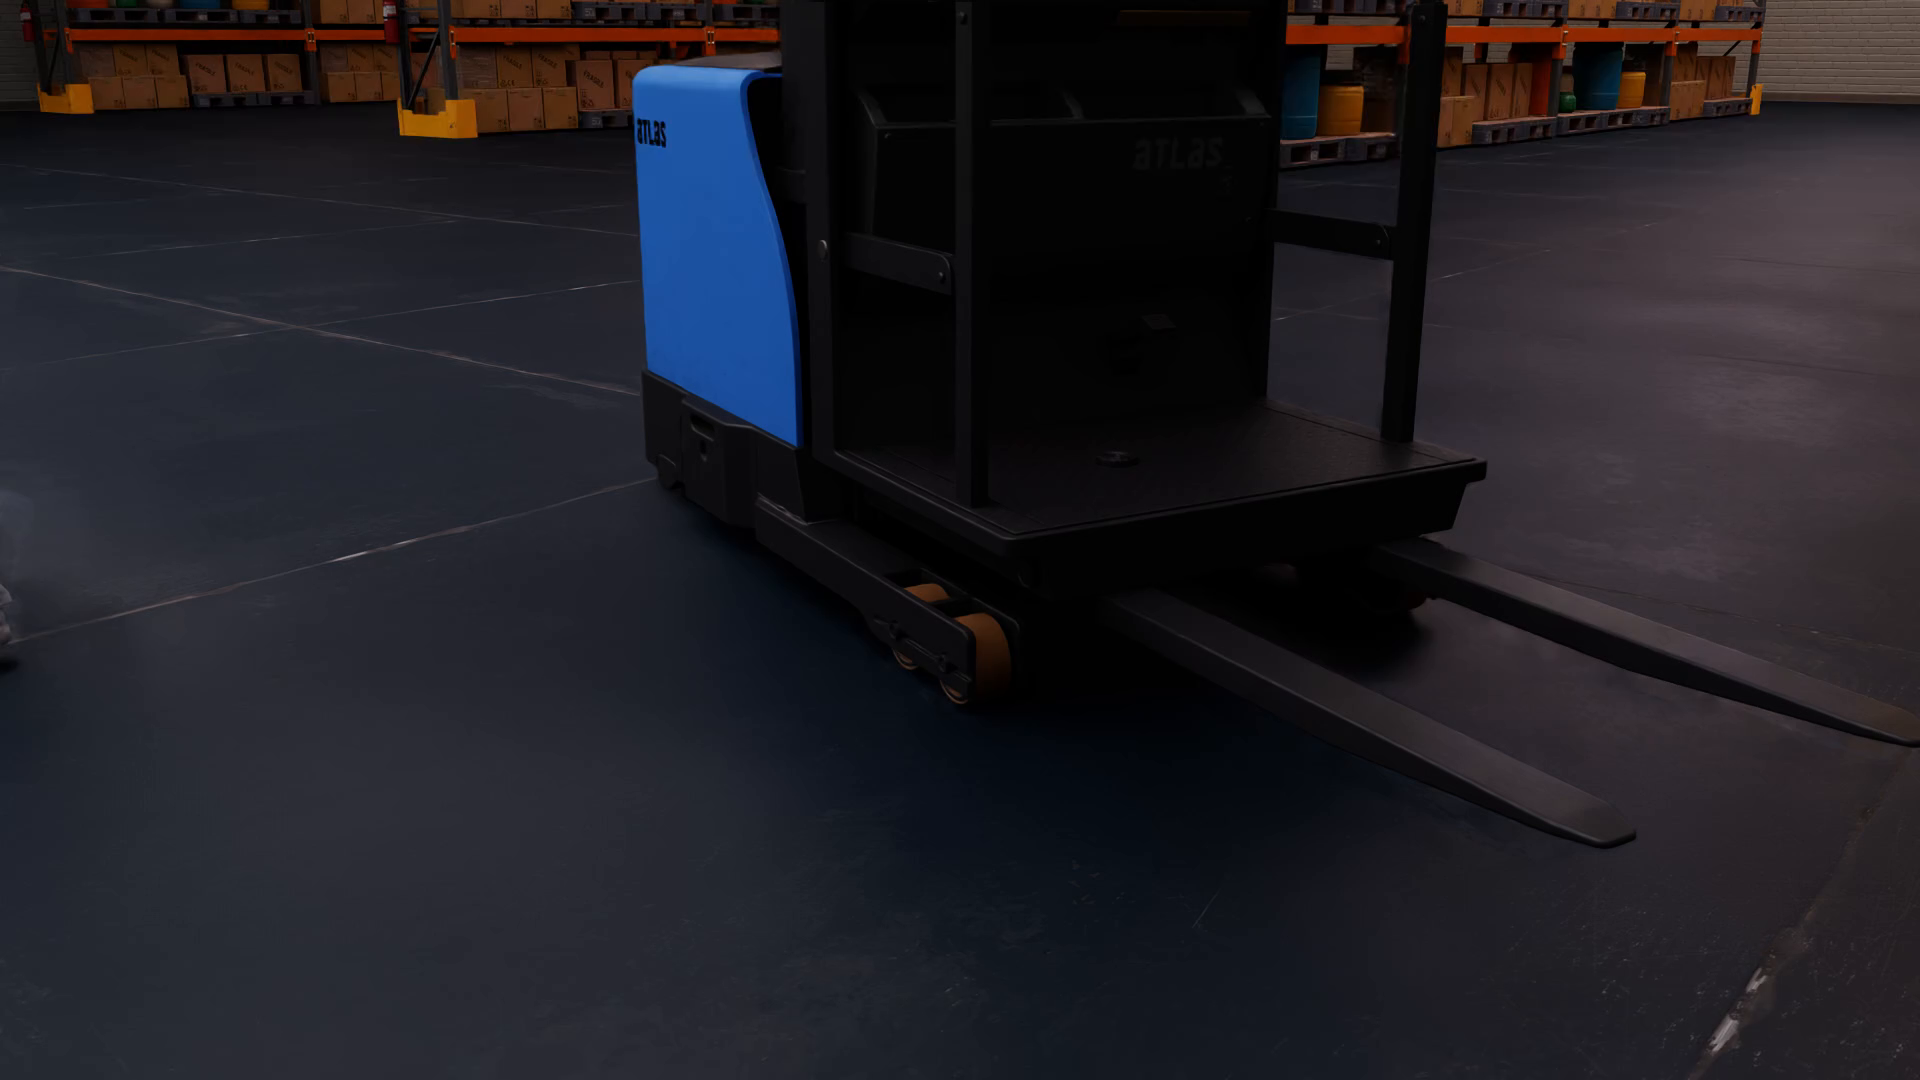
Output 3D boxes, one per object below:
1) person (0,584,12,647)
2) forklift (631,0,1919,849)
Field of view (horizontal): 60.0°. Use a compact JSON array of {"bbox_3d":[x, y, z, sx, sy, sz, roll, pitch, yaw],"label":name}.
[{"bbox_3d":[-2.161,-0.548,3.159,0.537,1.683,1.074,-9,19,-28],"label":"person"},{"bbox_3d":[0.322,-1.257,3.037,1.130,2.935,3.031,-9,19,-28],"label":"forklift"}]
